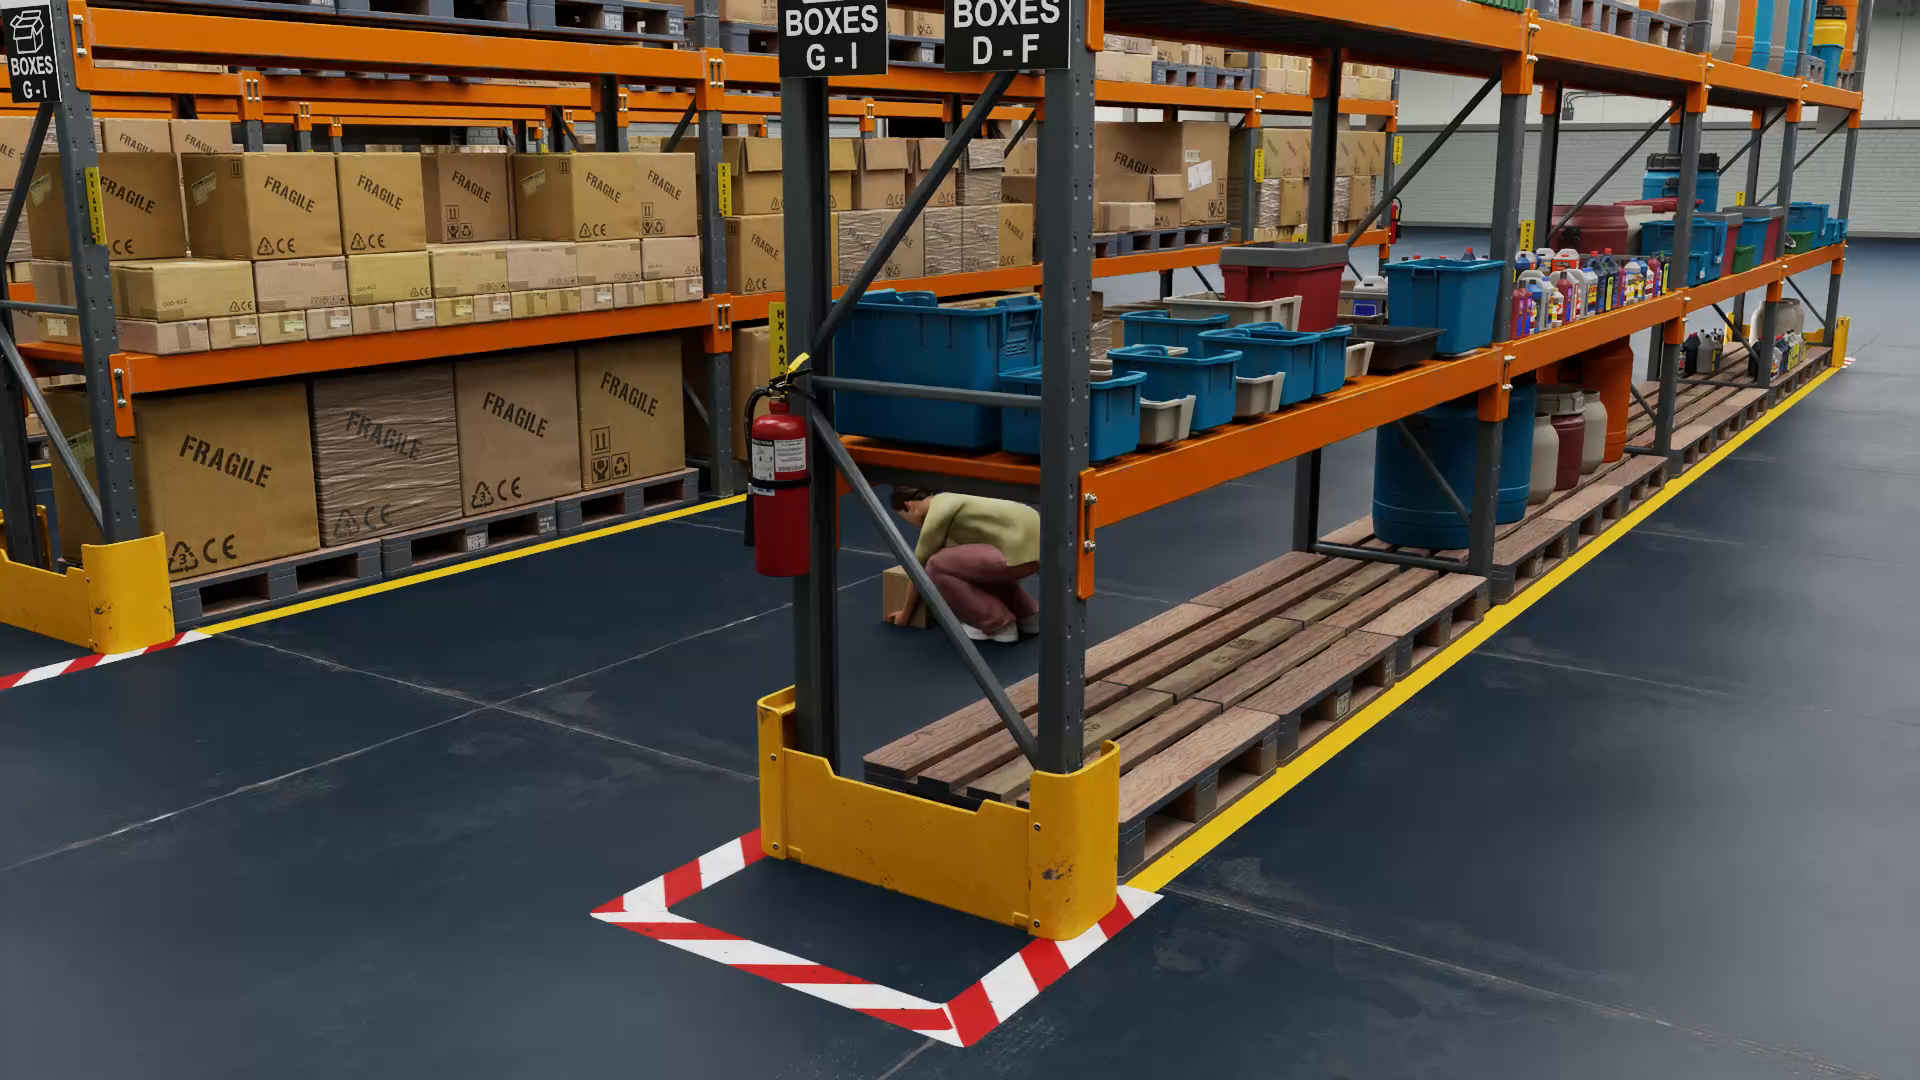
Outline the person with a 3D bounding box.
[{"bbox_3d":[0.055,0.099,7.796,0.845,0.786,0.468,8,15,32],"label":"person"}]
